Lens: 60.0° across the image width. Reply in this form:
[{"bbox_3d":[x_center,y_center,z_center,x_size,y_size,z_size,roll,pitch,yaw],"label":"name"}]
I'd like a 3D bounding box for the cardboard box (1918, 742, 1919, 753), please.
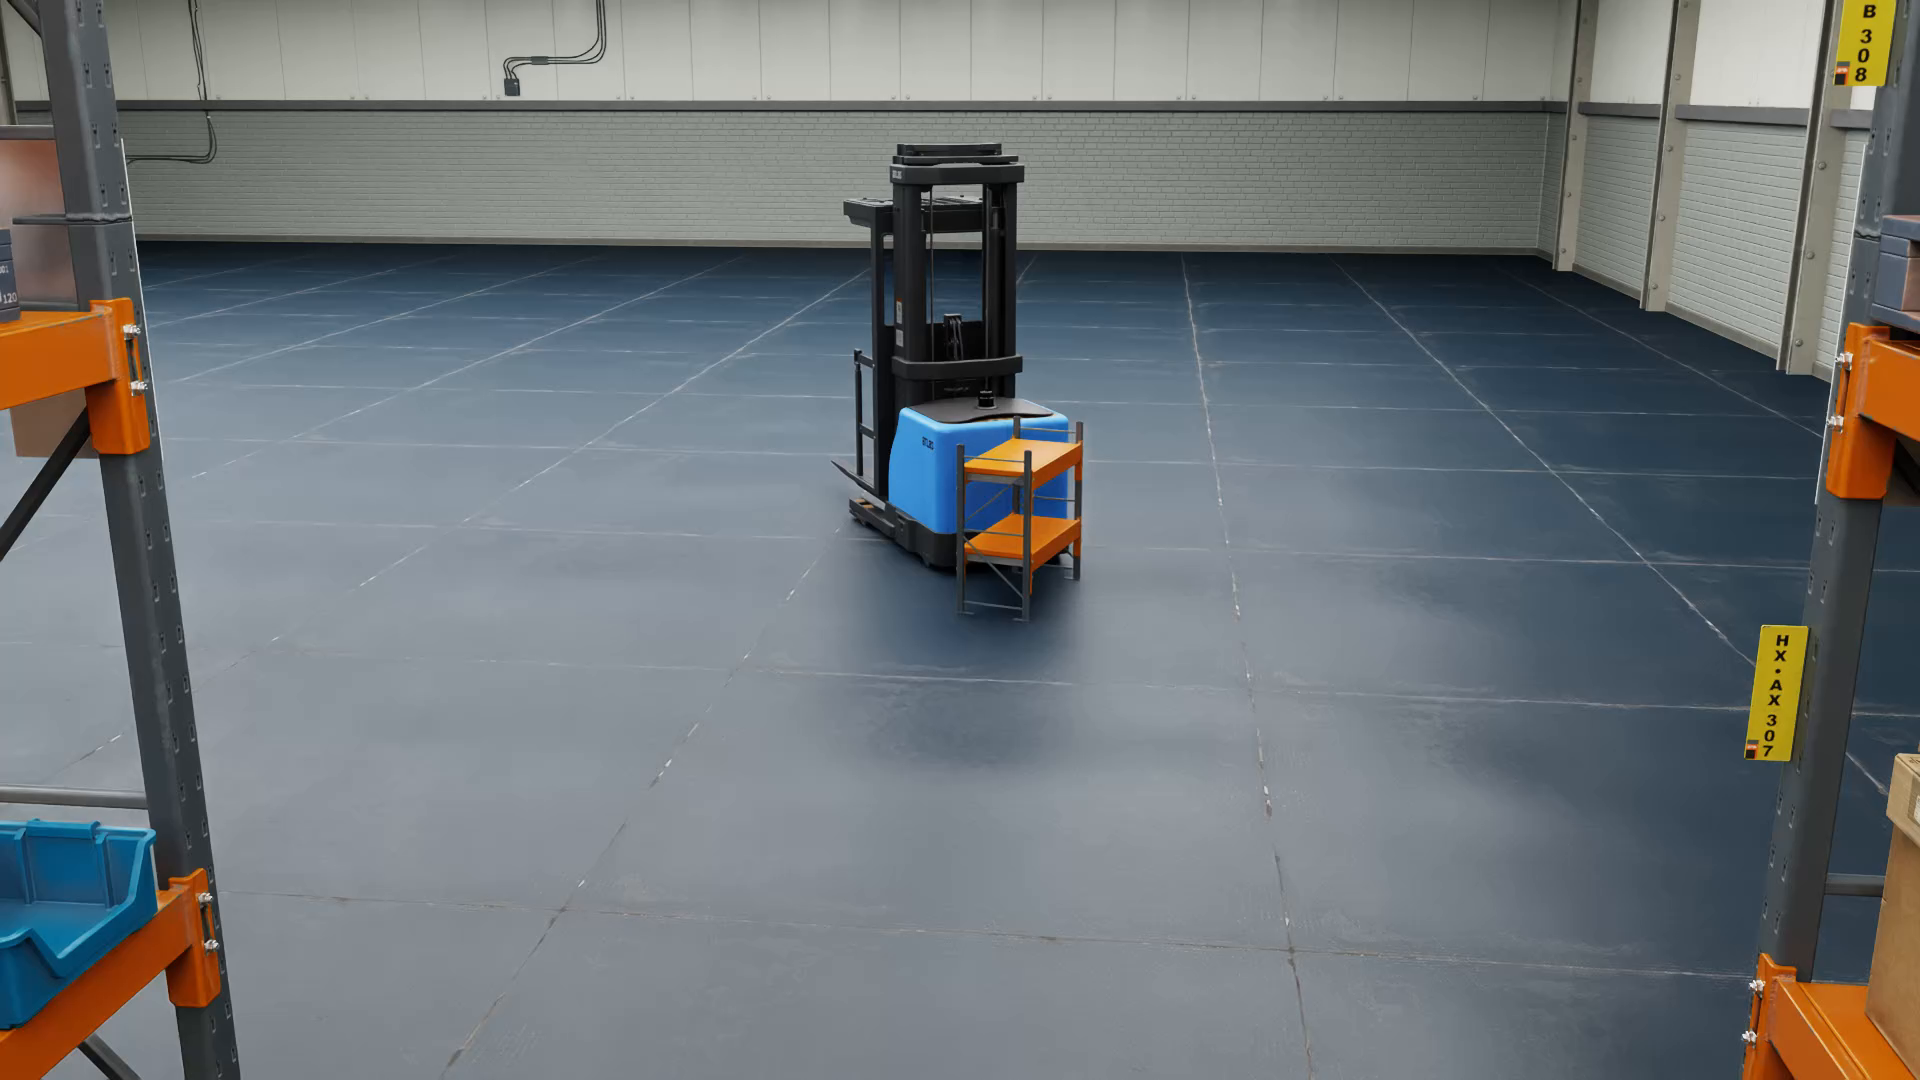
[{"bbox_3d":[2.346,0.286,3.182,0.700,0.500,0.500,2,15,6],"label":"cardboard box"}]

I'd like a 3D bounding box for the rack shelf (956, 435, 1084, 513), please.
[{"bbox_3d":[0.410,-0.448,11.043,0.538,0.278,1.000,6,16,22],"label":"rack shelf"}]

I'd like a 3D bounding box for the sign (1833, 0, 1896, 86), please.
[{"bbox_3d":[1.867,-1.100,3.412,0.100,0.325,0.005,2,15,6],"label":"sign"}]

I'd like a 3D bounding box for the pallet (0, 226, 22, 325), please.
[{"bbox_3d":[-2.694,-0.466,3.255,1.003,0.211,1.213,2,15,6],"label":"pallet"}]

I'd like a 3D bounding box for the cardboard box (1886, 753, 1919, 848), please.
[{"bbox_3d":[2.159,0.560,3.411,0.380,0.149,0.250,2,15,6],"label":"cardboard box"}]

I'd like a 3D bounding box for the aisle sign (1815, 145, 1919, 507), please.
[{"bbox_3d":[2.121,-0.455,3.619,0.394,0.787,0.004,2,15,6],"label":"aisle sign"}]

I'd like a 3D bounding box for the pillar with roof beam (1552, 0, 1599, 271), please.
[{"bbox_3d":[7.228,-9.626,31.021,9.100,9.000,0.400,2,15,6],"label":"pillar with roof beam"}]

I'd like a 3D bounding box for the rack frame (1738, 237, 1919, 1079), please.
[{"bbox_3d":[2.417,0.826,3.862,1.000,3.000,0.127,2,15,6],"label":"rack frame"}]

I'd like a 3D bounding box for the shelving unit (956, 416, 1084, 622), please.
[{"bbox_3d":[0.410,-0.165,11.119,0.538,1.125,1.048,6,16,22],"label":"shelving unit"}]

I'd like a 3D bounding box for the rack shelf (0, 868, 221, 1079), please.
[{"bbox_3d":[-2.729,1.545,2.580,1.077,0.370,4.000,2,15,6],"label":"rack shelf"}]

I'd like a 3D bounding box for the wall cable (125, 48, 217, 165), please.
[{"bbox_3d":[-18.147,-9.653,37.070,3.097,2.526,0.112,2,15,6],"label":"wall cable"}]

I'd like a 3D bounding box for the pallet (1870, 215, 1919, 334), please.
[{"bbox_3d":[2.312,-0.397,2.806,1.003,0.211,1.213,2,15,6],"label":"pallet"}]

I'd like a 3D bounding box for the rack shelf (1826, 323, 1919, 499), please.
[{"bbox_3d":[2.192,0.244,1.646,1.077,0.370,4.000,2,15,6],"label":"rack shelf"}]

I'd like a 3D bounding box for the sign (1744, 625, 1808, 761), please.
[{"bbox_3d":[1.867,0.352,3.804,0.100,0.325,0.005,2,15,6],"label":"sign"}]

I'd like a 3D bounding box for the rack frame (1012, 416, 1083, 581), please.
[{"bbox_3d":[0.605,-0.288,11.572,0.500,1.125,0.032,6,16,22],"label":"rack frame"}]

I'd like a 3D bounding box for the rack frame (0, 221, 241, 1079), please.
[{"bbox_3d":[-2.504,0.679,4.405,1.000,3.000,0.127,2,15,6],"label":"rack frame"}]

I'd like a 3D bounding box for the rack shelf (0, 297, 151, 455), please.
[{"bbox_3d":[-2.729,0.097,2.189,1.077,0.370,4.000,2,15,6],"label":"rack shelf"}]

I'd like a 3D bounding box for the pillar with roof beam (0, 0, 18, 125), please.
[{"bbox_3d":[-15.516,-10.300,33.514,9.100,9.000,0.400,2,15,6],"label":"pillar with roof beam"}]

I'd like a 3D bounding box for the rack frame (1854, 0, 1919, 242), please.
[{"bbox_3d":[2.417,-2.070,3.079,1.000,3.000,0.127,2,15,6],"label":"rack frame"}]

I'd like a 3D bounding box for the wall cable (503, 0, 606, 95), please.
[{"bbox_3d":[-8.716,-12.510,35.172,2.305,6.003,0.169,2,15,6],"label":"wall cable"}]

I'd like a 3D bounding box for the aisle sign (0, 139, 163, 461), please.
[{"bbox_3d":[-2.201,-0.586,4.102,0.394,0.787,0.004,2,15,6],"label":"aisle sign"}]

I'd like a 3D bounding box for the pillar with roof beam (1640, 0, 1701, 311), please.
[{"bbox_3d":[6.551,-8.070,25.266,9.100,9.000,0.400,2,15,6],"label":"pillar with roof beam"}]

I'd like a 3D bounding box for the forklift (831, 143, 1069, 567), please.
[{"bbox_3d":[-0.235,-1.565,12.836,1.130,2.935,3.031,-6,16,-21],"label":"forklift"}]

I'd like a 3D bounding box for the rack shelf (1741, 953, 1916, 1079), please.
[{"bbox_3d":[2.192,1.692,2.037,1.077,0.370,4.000,2,15,6],"label":"rack shelf"}]

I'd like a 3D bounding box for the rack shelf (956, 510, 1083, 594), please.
[{"bbox_3d":[0.410,0.071,11.183,0.538,0.278,1.000,6,16,22],"label":"rack shelf"}]

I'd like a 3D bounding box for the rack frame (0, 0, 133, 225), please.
[{"bbox_3d":[-2.504,-2.217,3.622,1.000,3.000,0.127,2,15,6],"label":"rack frame"}]

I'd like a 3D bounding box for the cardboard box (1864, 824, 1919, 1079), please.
[{"bbox_3d":[2.352,0.898,3.402,0.700,0.500,0.500,2,15,6],"label":"cardboard box"}]

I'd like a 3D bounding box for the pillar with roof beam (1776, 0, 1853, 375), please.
[{"bbox_3d":[5.874,-6.514,19.511,9.100,9.000,0.400,2,15,6],"label":"pillar with roof beam"}]

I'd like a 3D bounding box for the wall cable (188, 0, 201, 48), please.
[{"bbox_3d":[-15.459,-12.011,36.116,3.097,2.526,0.112,2,15,6],"label":"wall cable"}]

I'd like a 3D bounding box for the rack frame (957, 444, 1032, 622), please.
[{"bbox_3d":[0.216,-0.043,10.666,0.500,1.125,0.032,6,16,22],"label":"rack frame"}]

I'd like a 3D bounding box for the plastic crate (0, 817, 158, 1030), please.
[{"bbox_3d":[-2.263,0.889,3.912,0.499,0.251,0.616,2,15,6],"label":"plastic crate"}]
